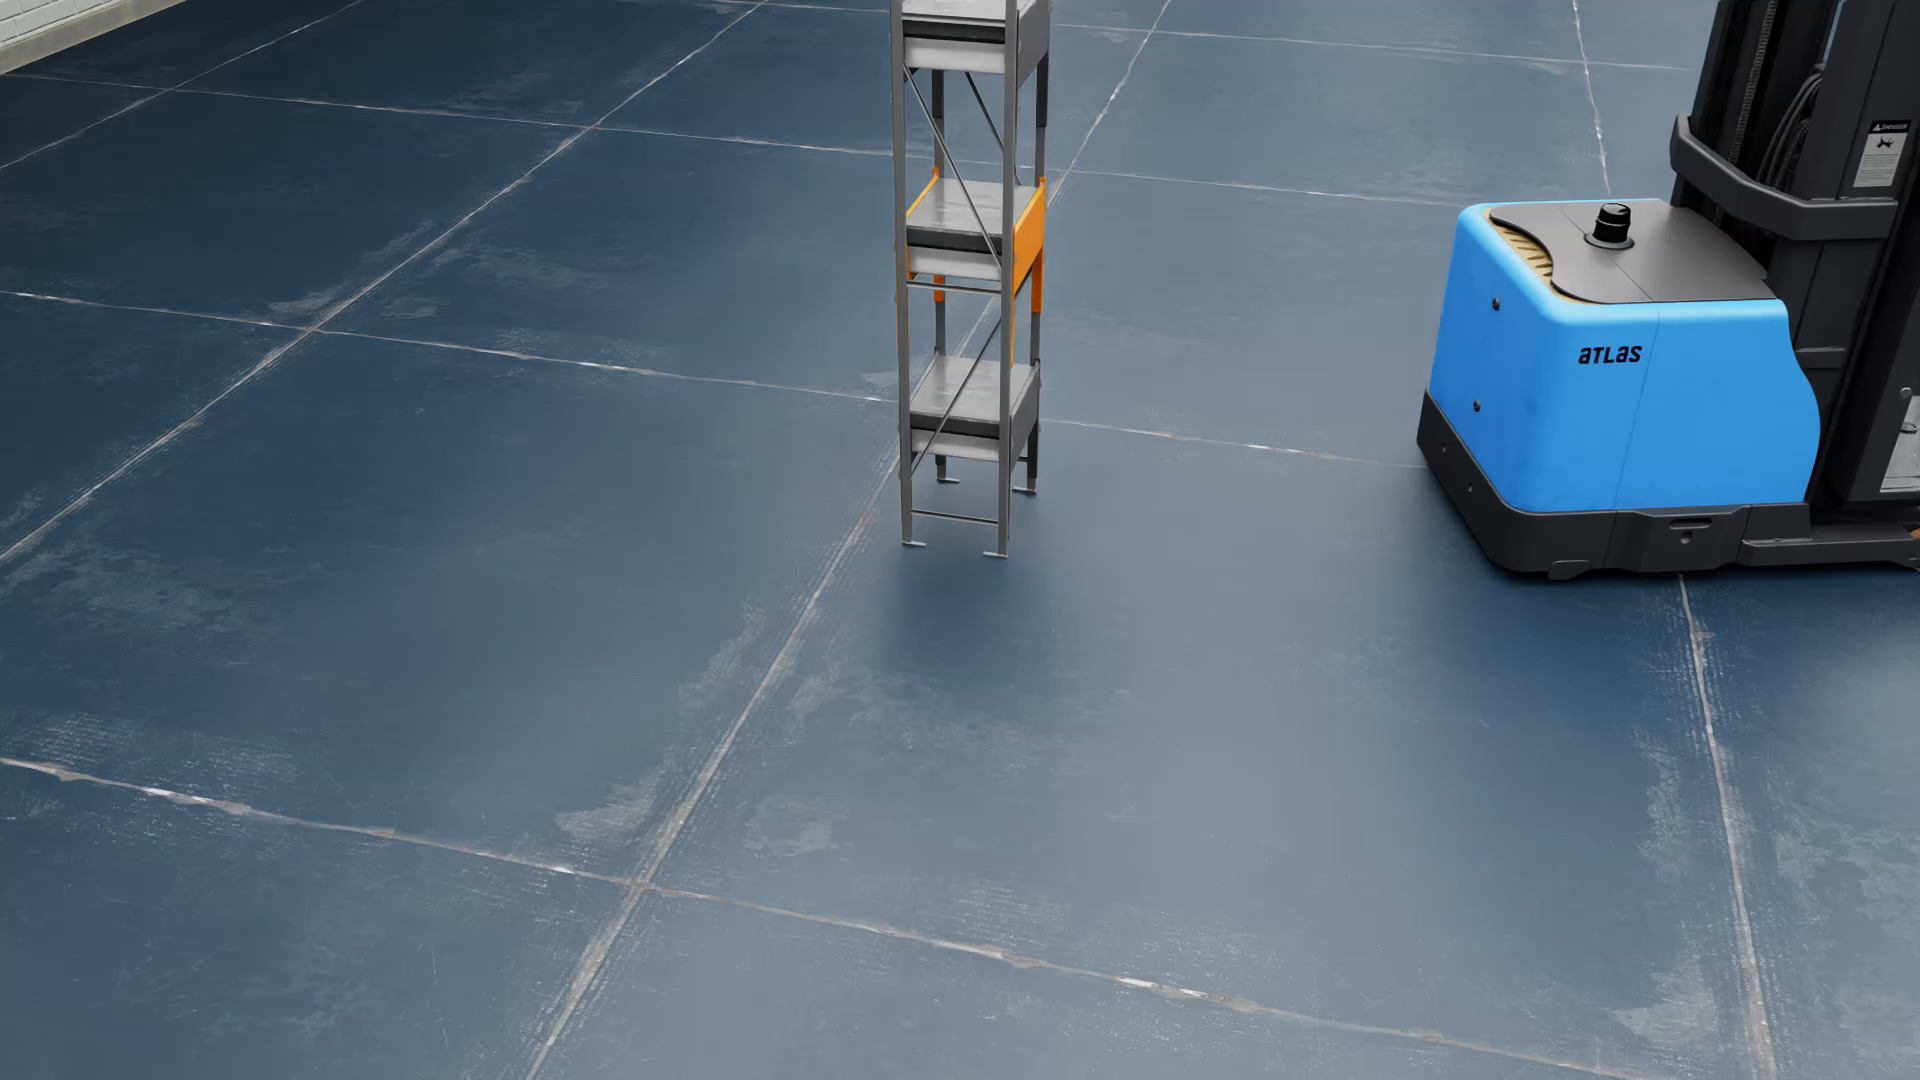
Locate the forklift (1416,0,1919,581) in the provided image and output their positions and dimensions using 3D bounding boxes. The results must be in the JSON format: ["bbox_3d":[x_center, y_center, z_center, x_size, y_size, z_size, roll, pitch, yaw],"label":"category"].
[{"bbox_3d":[3.392,-1.401,5.721,3.031,2.935,1.130,-2,33,-4],"label":"forklift"}]

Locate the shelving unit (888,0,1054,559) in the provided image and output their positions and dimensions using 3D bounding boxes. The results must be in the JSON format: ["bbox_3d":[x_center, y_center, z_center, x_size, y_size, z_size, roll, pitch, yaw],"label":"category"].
[{"bbox_3d":[0.042,-0.972,5.822,0.431,2.100,0.503,8,33,12],"label":"shelving unit"}]

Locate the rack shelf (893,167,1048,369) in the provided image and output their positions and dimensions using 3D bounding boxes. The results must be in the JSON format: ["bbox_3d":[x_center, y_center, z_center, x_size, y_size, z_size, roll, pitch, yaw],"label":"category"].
[{"bbox_3d":[0.042,-0.960,5.829,0.431,0.518,0.480,8,33,12],"label":"rack shelf"}]

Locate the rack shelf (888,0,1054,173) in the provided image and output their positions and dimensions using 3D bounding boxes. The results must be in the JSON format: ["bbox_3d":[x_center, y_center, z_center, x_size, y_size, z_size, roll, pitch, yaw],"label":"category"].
[{"bbox_3d":[0.042,-1.551,5.454,0.431,0.518,0.480,8,33,12],"label":"rack shelf"}]

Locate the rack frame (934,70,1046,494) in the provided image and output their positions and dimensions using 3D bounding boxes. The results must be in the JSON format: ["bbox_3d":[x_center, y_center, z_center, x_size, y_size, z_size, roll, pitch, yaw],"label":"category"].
[{"bbox_3d":[0.104,-1.099,6.021,0.400,2.100,0.015,8,33,12],"label":"rack frame"}]

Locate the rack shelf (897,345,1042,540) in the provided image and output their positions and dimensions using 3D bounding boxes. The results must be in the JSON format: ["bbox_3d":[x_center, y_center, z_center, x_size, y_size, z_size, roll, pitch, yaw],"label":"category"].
[{"bbox_3d":[0.042,-0.370,6.205,0.431,0.518,0.480,8,33,12],"label":"rack shelf"}]

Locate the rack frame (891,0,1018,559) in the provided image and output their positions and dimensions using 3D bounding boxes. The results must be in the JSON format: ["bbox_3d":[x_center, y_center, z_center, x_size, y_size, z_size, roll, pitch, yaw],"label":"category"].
[{"bbox_3d":[-0.020,-0.845,5.623,0.400,2.100,0.015,8,33,12],"label":"rack frame"}]
